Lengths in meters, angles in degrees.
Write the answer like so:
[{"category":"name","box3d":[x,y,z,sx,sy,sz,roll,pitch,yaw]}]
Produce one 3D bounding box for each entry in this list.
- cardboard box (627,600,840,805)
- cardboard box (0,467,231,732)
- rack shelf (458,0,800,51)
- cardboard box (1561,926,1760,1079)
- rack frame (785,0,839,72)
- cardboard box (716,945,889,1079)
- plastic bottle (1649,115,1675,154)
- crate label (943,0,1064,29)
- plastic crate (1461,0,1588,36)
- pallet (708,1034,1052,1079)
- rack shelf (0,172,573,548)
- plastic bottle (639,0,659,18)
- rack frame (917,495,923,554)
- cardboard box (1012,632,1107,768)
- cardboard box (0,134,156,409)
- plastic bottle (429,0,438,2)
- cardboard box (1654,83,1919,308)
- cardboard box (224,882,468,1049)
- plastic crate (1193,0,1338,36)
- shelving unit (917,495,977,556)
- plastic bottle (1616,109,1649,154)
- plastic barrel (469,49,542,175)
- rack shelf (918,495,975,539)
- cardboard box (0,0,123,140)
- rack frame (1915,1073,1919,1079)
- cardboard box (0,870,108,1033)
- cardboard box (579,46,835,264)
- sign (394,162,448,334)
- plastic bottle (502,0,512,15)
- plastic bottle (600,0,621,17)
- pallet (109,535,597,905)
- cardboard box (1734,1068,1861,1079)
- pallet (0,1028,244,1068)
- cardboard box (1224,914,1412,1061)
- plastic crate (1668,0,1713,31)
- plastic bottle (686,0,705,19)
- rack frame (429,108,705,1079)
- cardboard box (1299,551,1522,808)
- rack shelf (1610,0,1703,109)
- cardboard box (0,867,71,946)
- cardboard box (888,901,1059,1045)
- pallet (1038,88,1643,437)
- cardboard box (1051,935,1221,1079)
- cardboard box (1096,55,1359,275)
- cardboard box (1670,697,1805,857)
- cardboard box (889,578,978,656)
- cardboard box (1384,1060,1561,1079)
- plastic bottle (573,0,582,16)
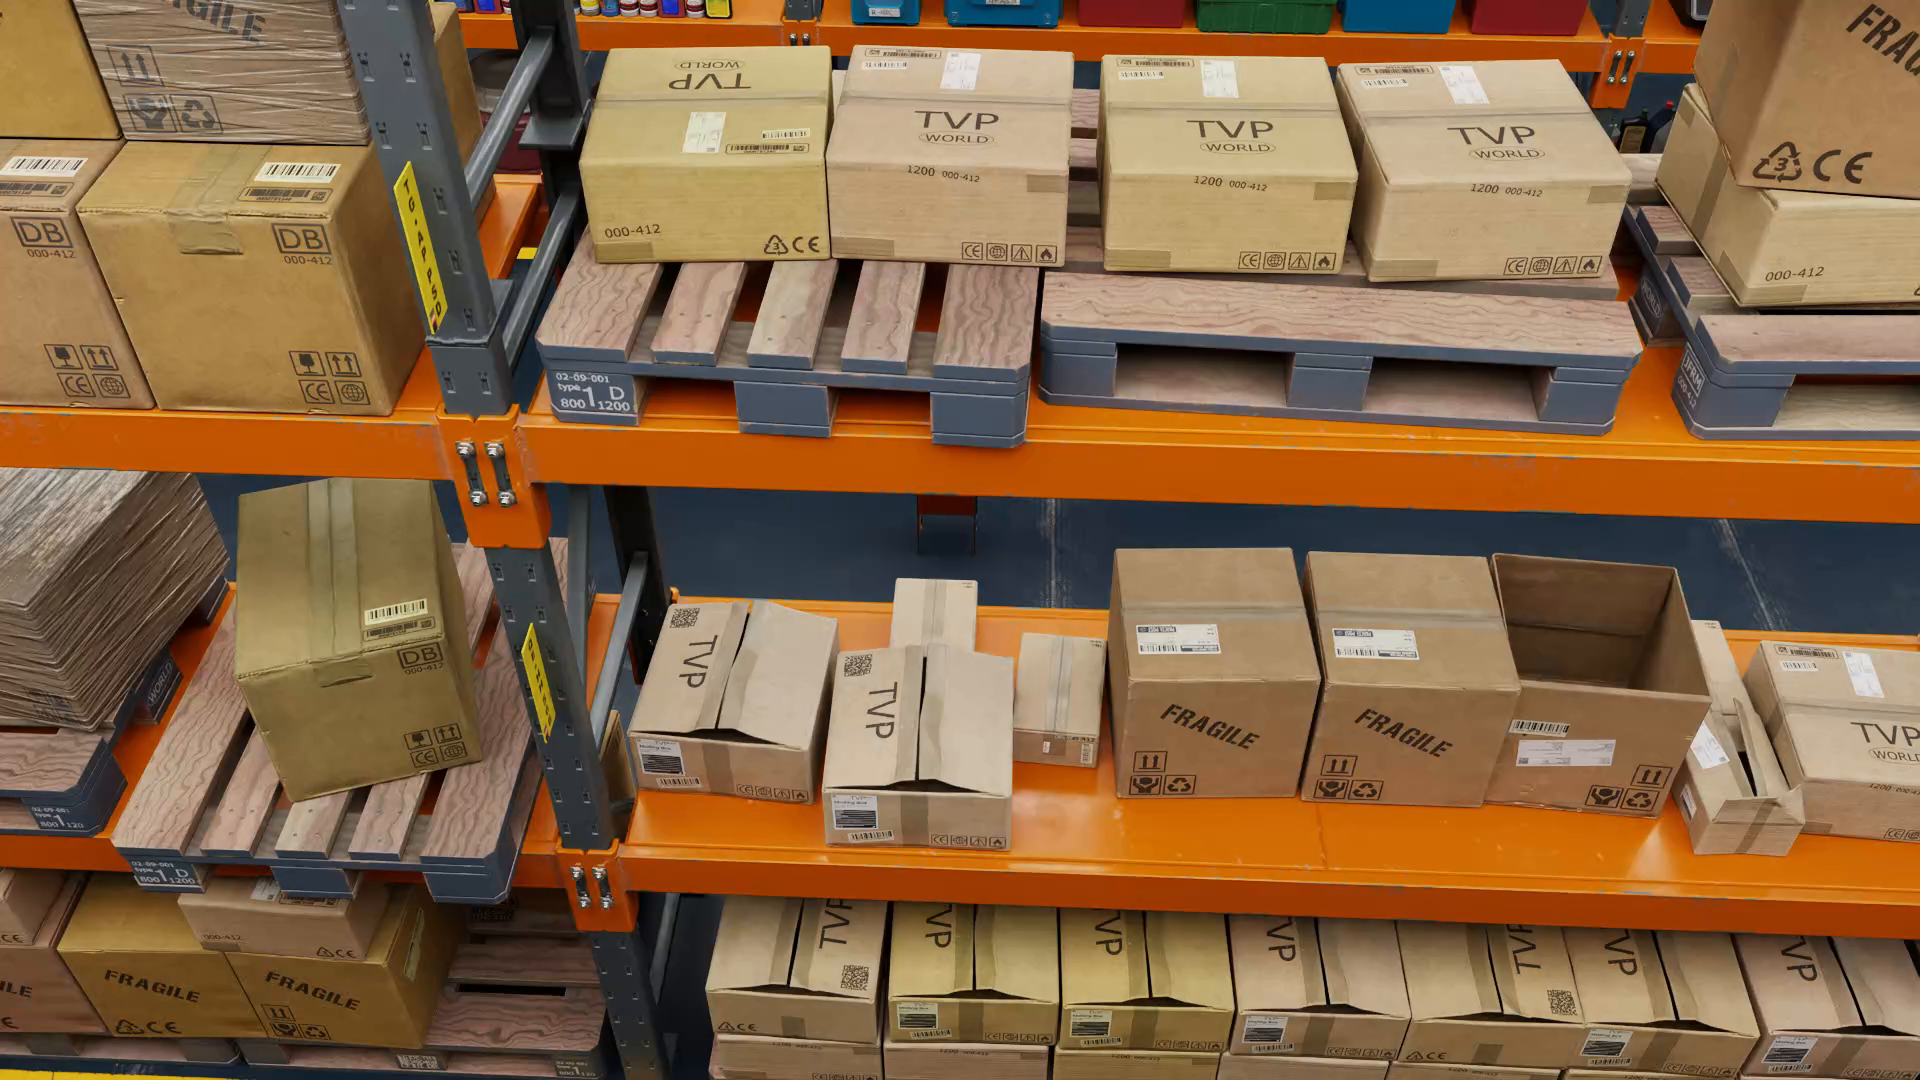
[{"category":"cardboard box","box3d":[-0.629,0.442,4.726,0.500,0.311,0.500,4,43,5]},{"category":"cardboard box","box3d":[-2.530,0.077,4.670,0.500,0.500,0.700,9,44,10]},{"category":"rack shelf","box3d":[-2.761,-2.803,8.671,4.000,0.370,1.077,2,43,2]},{"category":"cardboard box","box3d":[2.068,1.309,5.027,0.500,0.311,0.500,3,43,3]},{"category":"rack frame","box3d":[-0.763,-3.005,8.360,0.127,3.000,1.000,2,43,2]},{"category":"cardboard box","box3d":[-0.480,1.437,5.302,0.500,0.250,0.500,2,43,2]},{"category":"plastic bottle","box3d":[3.882,-2.152,9.065,0.185,0.351,0.144,2,43,2]},{"category":"crate label","box3d":[0.217,-2.803,8.118,0.616,0.435,0.502,2,43,2]},{"category":"plastic crate","box3d":[2.735,-2.712,7.999,0.583,0.464,0.402,2,43,2]},{"category":"pallet","box3d":[-0.170,1.440,5.634,1.213,0.211,1.003,2,43,2]},{"category":"rack shelf","box3d":[-2.988,-0.527,4.028,4.000,0.370,1.077,2,43,2]},{"category":"plastic bottle","box3d":[-1.532,-2.677,8.154,0.097,0.201,0.097,0,43,0]},{"category":"rack frame","box3d":[-0.175,-0.390,6.983,0.008,1.050,0.200,2,43,2]},{"category":"cardboard box","box3d":[0.286,0.461,4.824,0.250,0.149,0.380,5,43,5]},{"category":"cardboard box","box3d":[-1.937,-0.772,3.690,0.500,0.500,0.910,2,43,2]},{"category":"plastic bottle","box3d":[-2.647,-2.729,8.149,0.133,0.283,0.061,2,43,2]},{"category":"cardboard box","box3d":[1.842,-0.746,3.537,0.500,0.250,0.500,-2,43,-2]},{"category":"cardboard box","box3d":[-1.935,1.253,5.301,0.500,0.500,0.500,3,43,4]},{"category":"plastic crate","box3d":[1.480,-2.665,8.152,0.662,0.188,0.450,2,43,2]},{"category":"shelving unit","box3d":[-0.053,-0.386,6.979,0.252,1.050,0.215,2,43,2]},{"category":"plastic bottle","box3d":[3.728,-2.259,9.229,0.133,0.283,0.061,4,43,4]},{"category":"plastic barrel","box3d":[-2.381,-2.314,9.080,0.708,0.588,0.600,2,43,2]},{"category":"rack shelf","box3d":[-0.053,-0.175,7.176,0.240,0.259,0.215,2,43,2]},{"category":"cardboard box","box3d":[-1.935,-1.165,3.378,0.500,0.500,0.500,2,43,2]},{"category":"rack frame","box3d":[3.006,0.491,4.608,0.127,3.000,1.000,2,43,2]},{"category":"cardboard box","box3d":[-2.977,1.225,5.331,0.500,0.500,0.500,0,43,0]},{"category":"cardboard box","box3d":[-0.535,-0.853,3.651,0.500,0.250,0.500,-1,43,-1]},{"category":"sign","box3d":[-1.017,-0.549,3.144,0.005,0.325,0.100,2,43,2]},{"category":"plastic bottle","box3d":[-2.213,-2.698,8.176,0.097,0.201,0.097,0,43,0]},{"category":"plastic bottle","box3d":[-1.726,-2.708,8.137,0.097,0.271,0.097,0,43,0]},{"category":"pallet","box3d":[-1.671,0.465,4.776,1.003,0.211,1.213,2,43,2]},{"category":"cardboard box","box3d":[2.578,1.528,5.204,0.500,0.250,0.500,1,43,1]},{"category":"pallet","box3d":[-2.950,1.301,5.784,1.213,0.211,1.003,2,43,2]},{"category":"cardboard box","box3d":[1.068,1.275,5.064,0.500,0.311,0.500,1,43,1]},{"category":"plastic crate","box3d":[3.750,-2.756,8.139,0.504,0.338,0.767,2,43,2]},{"category":"plastic bottle","box3d":[-1.301,-2.670,8.146,0.097,0.201,0.097,0,43,0]},{"category":"rack frame","box3d":[-0.990,0.368,4.739,0.127,3.000,1.000,2,43,2]},{"category":"cardboard box","box3d":[1.213,0.388,4.645,0.500,0.500,0.500,2,43,2]},{"category":"rack shelf","box3d":[5.230,-2.557,8.408,4.000,0.370,1.077,2,43,2]},{"category":"cardboard box","box3d":[-3.014,0.951,5.075,0.500,0.250,0.500,1,43,1]},{"category":"cardboard box","box3d":[0.045,1.242,5.099,0.500,0.311,0.500,1,43,1]},{"category":"pallet","box3d":[0.809,-0.668,3.790,1.213,0.211,1.003,4,43,4]},{"category":"cardboard box","box3d":[0.541,1.463,5.273,0.500,0.250,0.500,1,43,1]},{"category":"cardboard box","box3d":[0.561,-0.823,3.620,0.500,0.250,0.500,1,43,1]},{"category":"cardboard box","box3d":[2.119,0.638,4.548,0.258,0.266,0.396,1,43,1]},{"category":"cardboard box","box3d":[-0.079,0.300,4.997,0.250,0.149,0.380,2,43,2]},{"category":"cardboard box","box3d":[1.562,1.496,5.238,0.500,0.250,0.500,3,43,3]},{"category":"plastic bottle","box3d":[-1.921,-2.714,8.143,0.097,0.271,0.097,0,43,0]}]
